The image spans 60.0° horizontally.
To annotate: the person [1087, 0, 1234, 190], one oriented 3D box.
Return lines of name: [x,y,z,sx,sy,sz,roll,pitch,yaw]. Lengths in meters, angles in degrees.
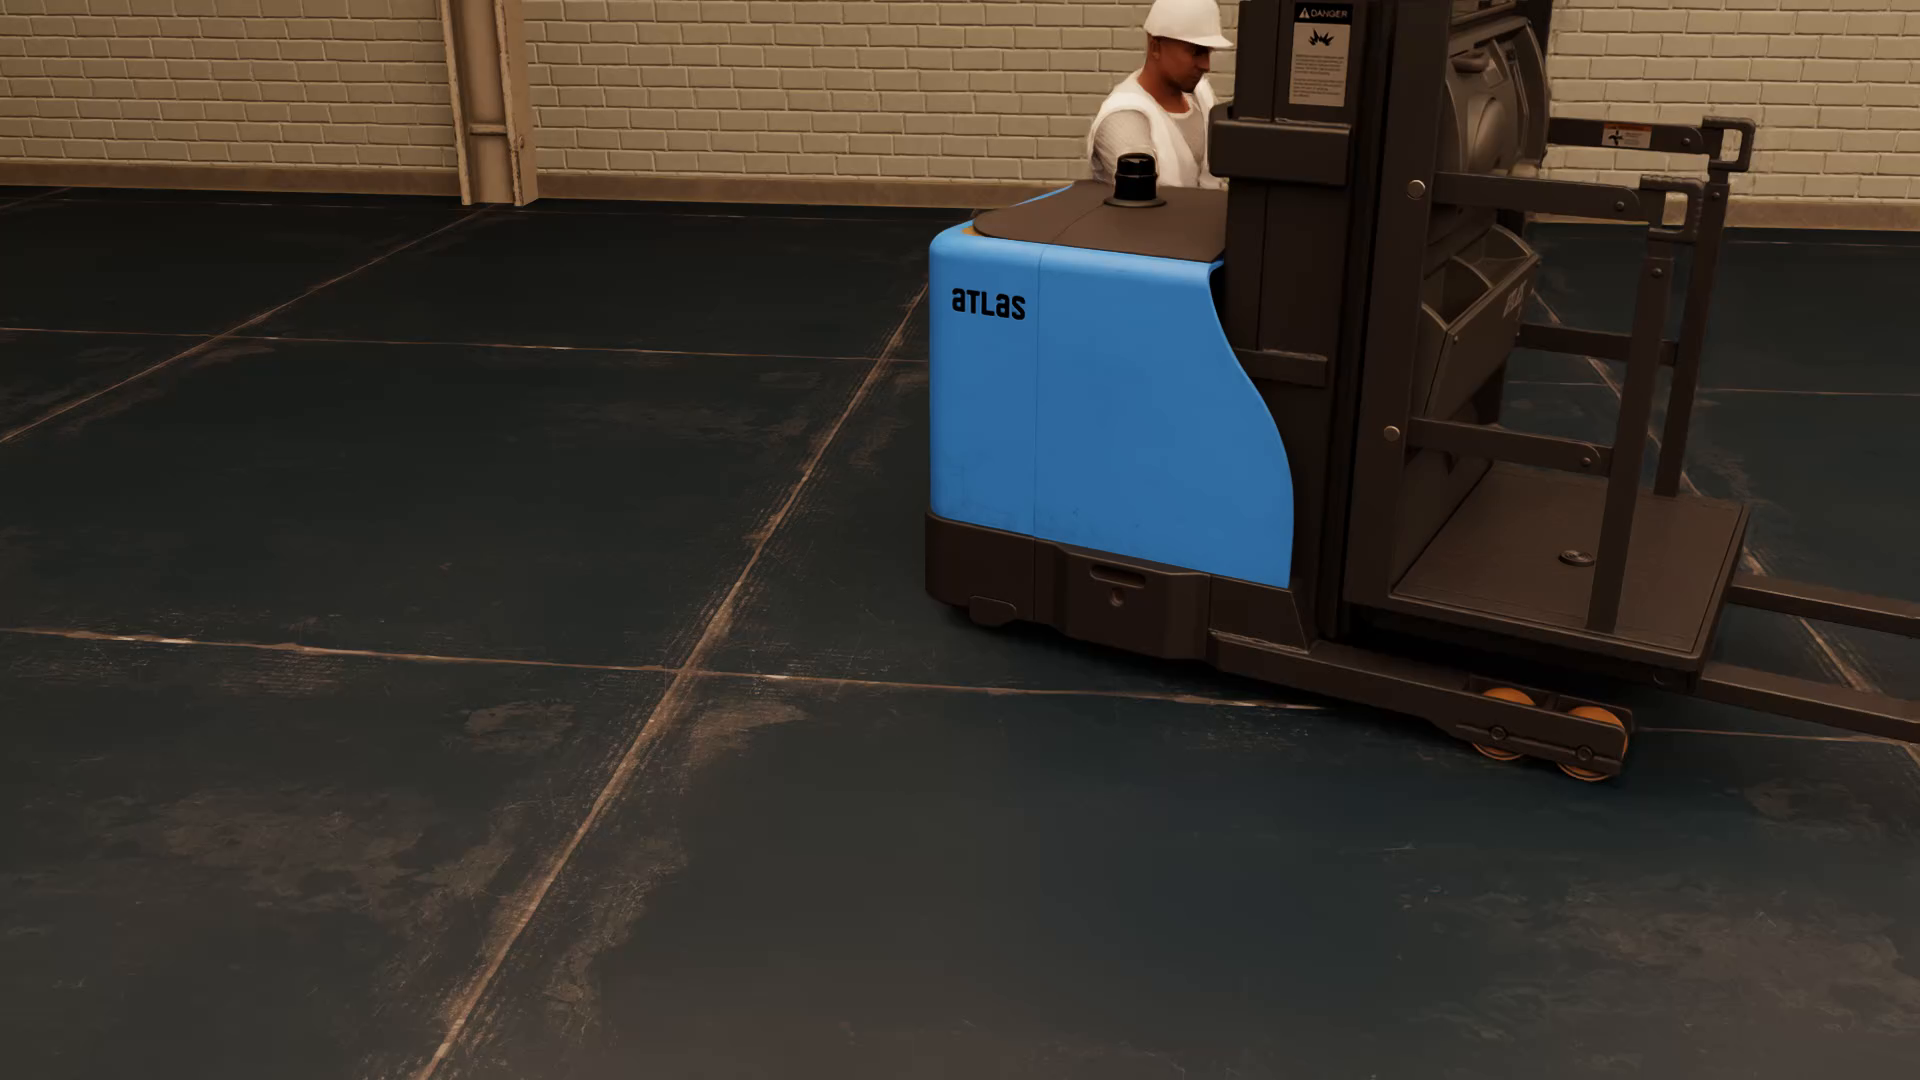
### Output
person: [0.739,-0.814,5.044,0.660,1.654,0.942,18,28,38]

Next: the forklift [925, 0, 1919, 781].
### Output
forklift: [1.442,-1.035,3.823,3.031,2.935,1.130,12,25,27]
